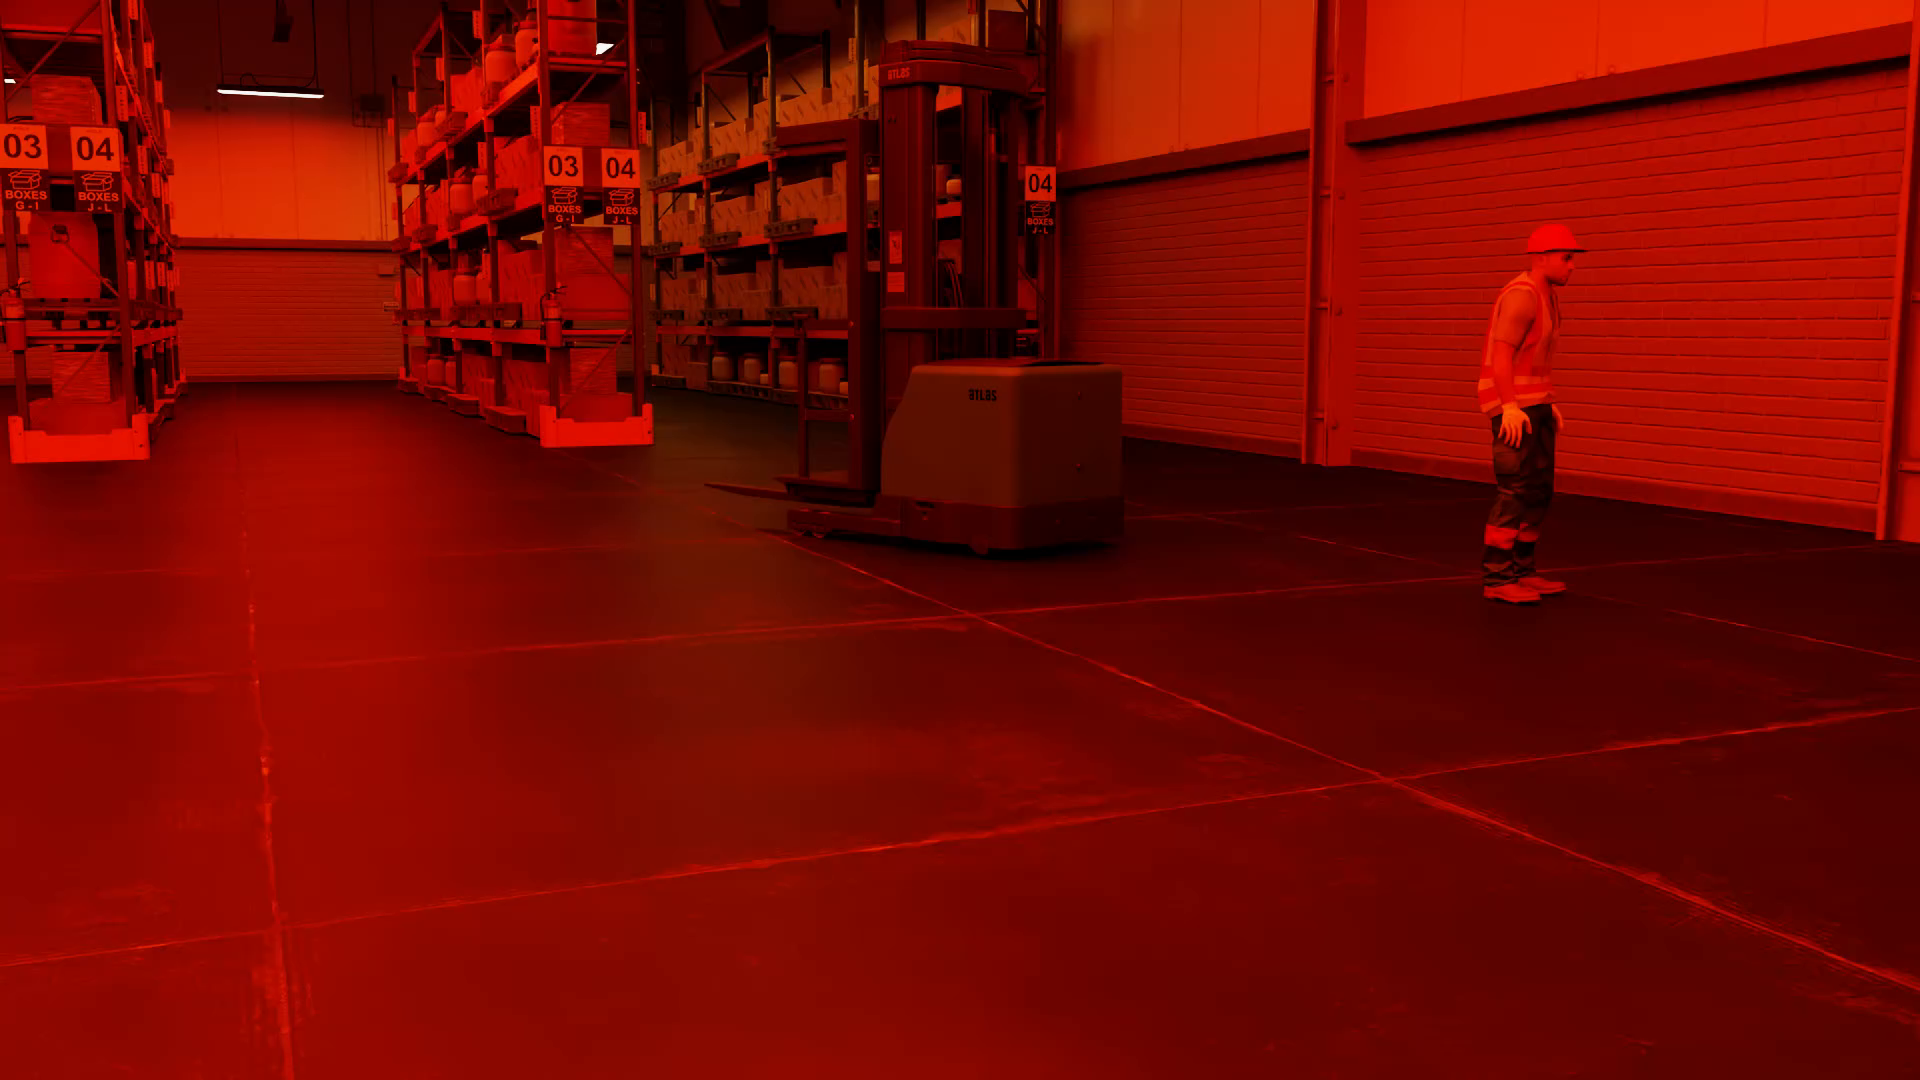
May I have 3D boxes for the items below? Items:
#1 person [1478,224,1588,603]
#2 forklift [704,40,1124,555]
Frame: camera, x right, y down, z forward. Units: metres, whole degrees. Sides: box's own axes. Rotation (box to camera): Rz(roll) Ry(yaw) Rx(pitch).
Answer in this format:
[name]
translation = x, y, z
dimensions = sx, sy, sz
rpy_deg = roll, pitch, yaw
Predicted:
[person]
translation = 2.730, -0.607, 7.966
dimensions = 0.455, 1.779, 0.612
rpy_deg = 6, 10, 38
[forklift]
translation = -0.436, -1.509, 10.383
dimensions = 3.031, 2.935, 1.130
rpy_deg = 7, 10, 44
